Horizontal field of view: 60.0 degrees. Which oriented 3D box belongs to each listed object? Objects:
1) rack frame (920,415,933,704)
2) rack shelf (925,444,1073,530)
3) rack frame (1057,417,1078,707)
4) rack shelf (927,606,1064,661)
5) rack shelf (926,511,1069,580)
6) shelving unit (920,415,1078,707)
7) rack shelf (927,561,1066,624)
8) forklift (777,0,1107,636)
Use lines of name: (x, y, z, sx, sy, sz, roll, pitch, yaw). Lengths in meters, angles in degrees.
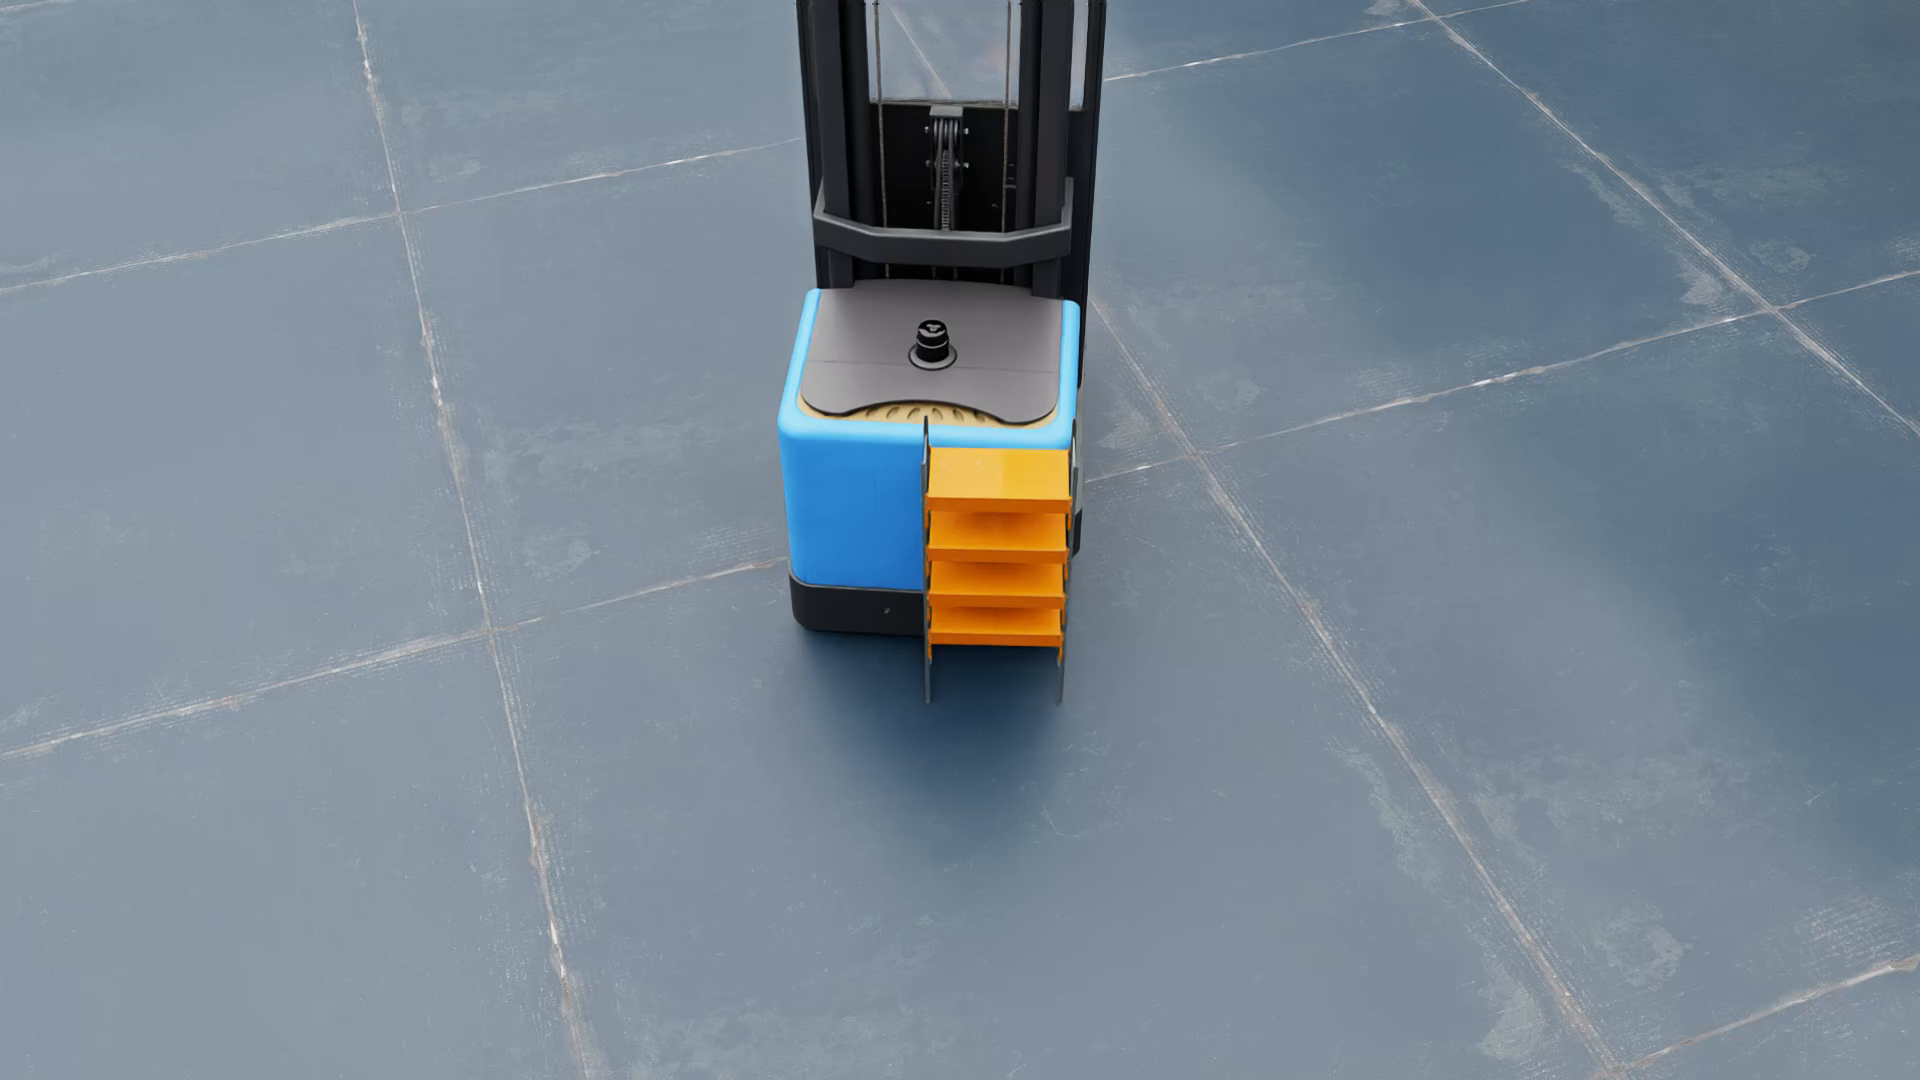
rack frame: (-0.115, 0.096, 5.807, 0.015, 1.200, 0.240, 1, 45, 1)
rack shelf: (0.129, -0.176, 5.523, 0.480, 0.148, 0.258, 1, 45, 1)
rack frame: (0.373, 0.107, 5.797, 0.015, 1.200, 0.240, 1, 45, 1)
rack shelf: (0.129, 0.289, 5.990, 0.480, 0.148, 0.258, 1, 45, 1)
rack shelf: (0.129, -0.009, 5.691, 0.480, 0.148, 0.258, 1, 45, 1)
shelving unit: (0.129, 0.102, 5.802, 0.503, 1.200, 0.258, 1, 45, 1)
rack shelf: (0.129, 0.149, 5.849, 0.480, 0.148, 0.258, 1, 45, 1)
forklift: (-0.011, -1.690, 6.365, 1.130, 2.935, 3.031, 3, 45, 3)
